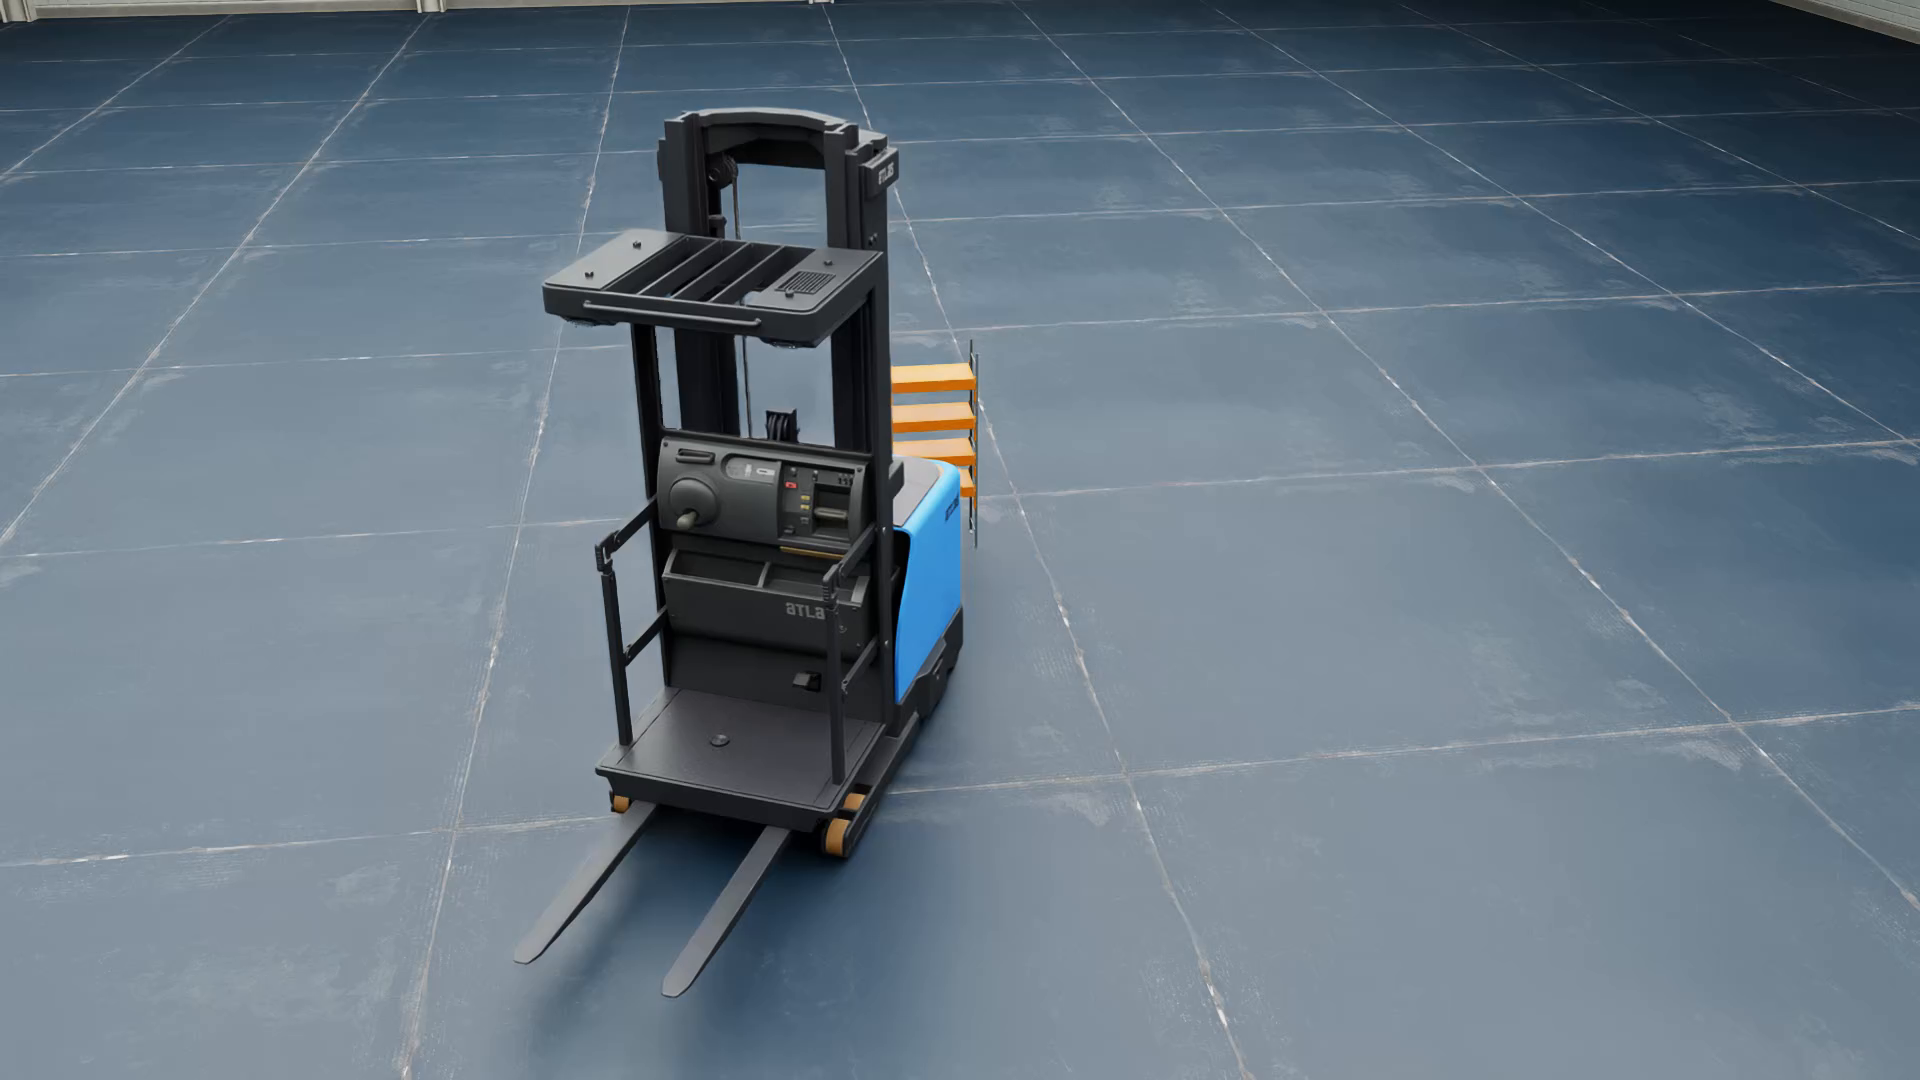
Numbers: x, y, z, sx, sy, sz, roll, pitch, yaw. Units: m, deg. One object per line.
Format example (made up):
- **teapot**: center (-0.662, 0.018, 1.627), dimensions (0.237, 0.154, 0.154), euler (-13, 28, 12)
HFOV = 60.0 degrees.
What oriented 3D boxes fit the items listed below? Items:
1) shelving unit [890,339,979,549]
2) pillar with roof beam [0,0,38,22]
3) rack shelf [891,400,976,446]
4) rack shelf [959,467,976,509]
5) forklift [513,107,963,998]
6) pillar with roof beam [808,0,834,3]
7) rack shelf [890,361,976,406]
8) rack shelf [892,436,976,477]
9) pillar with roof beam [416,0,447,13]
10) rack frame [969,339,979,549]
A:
- **shelving unit**: center (-0.164, -0.523, 9.456), dimensions (0.503, 1.200, 0.258), euler (-4, 27, -7)
- **pillar with roof beam**: center (-13.490, -9.854, 19.098), dimensions (0.400, 9.000, 9.100), euler (-4, 27, -7)
- **rack shelf**: center (-0.164, -0.662, 9.384), dimensions (0.480, 0.148, 0.258), euler (-4, 27, -7)
- **rack shelf**: center (-0.164, -0.287, 9.577), dimensions (0.480, 0.148, 0.258), euler (-4, 27, -7)
- **forklift**: center (-0.904, -0.152, 6.835), dimensions (1.130, 2.935, 3.031), euler (8, 28, 15)
- **pillar with roof beam**: center (-1.607, -10.617, 20.585), dimensions (0.400, 9.000, 9.100), euler (-4, 27, -7)
- **rack shelf**: center (-0.164, -0.873, 9.276), dimensions (0.480, 0.148, 0.258), euler (-4, 27, -7)
- **rack shelf**: center (-0.164, -0.463, 9.486), dimensions (0.480, 0.148, 0.258), euler (-4, 27, -7)
- **pillar with roof beam**: center (-7.548, -10.236, 19.842), dimensions (0.400, 9.000, 9.100), euler (-4, 27, -7)
- **rack frame**: center (0.078, -0.539, 9.486), dimensions (0.015, 1.200, 0.240), euler (-4, 27, -7)
